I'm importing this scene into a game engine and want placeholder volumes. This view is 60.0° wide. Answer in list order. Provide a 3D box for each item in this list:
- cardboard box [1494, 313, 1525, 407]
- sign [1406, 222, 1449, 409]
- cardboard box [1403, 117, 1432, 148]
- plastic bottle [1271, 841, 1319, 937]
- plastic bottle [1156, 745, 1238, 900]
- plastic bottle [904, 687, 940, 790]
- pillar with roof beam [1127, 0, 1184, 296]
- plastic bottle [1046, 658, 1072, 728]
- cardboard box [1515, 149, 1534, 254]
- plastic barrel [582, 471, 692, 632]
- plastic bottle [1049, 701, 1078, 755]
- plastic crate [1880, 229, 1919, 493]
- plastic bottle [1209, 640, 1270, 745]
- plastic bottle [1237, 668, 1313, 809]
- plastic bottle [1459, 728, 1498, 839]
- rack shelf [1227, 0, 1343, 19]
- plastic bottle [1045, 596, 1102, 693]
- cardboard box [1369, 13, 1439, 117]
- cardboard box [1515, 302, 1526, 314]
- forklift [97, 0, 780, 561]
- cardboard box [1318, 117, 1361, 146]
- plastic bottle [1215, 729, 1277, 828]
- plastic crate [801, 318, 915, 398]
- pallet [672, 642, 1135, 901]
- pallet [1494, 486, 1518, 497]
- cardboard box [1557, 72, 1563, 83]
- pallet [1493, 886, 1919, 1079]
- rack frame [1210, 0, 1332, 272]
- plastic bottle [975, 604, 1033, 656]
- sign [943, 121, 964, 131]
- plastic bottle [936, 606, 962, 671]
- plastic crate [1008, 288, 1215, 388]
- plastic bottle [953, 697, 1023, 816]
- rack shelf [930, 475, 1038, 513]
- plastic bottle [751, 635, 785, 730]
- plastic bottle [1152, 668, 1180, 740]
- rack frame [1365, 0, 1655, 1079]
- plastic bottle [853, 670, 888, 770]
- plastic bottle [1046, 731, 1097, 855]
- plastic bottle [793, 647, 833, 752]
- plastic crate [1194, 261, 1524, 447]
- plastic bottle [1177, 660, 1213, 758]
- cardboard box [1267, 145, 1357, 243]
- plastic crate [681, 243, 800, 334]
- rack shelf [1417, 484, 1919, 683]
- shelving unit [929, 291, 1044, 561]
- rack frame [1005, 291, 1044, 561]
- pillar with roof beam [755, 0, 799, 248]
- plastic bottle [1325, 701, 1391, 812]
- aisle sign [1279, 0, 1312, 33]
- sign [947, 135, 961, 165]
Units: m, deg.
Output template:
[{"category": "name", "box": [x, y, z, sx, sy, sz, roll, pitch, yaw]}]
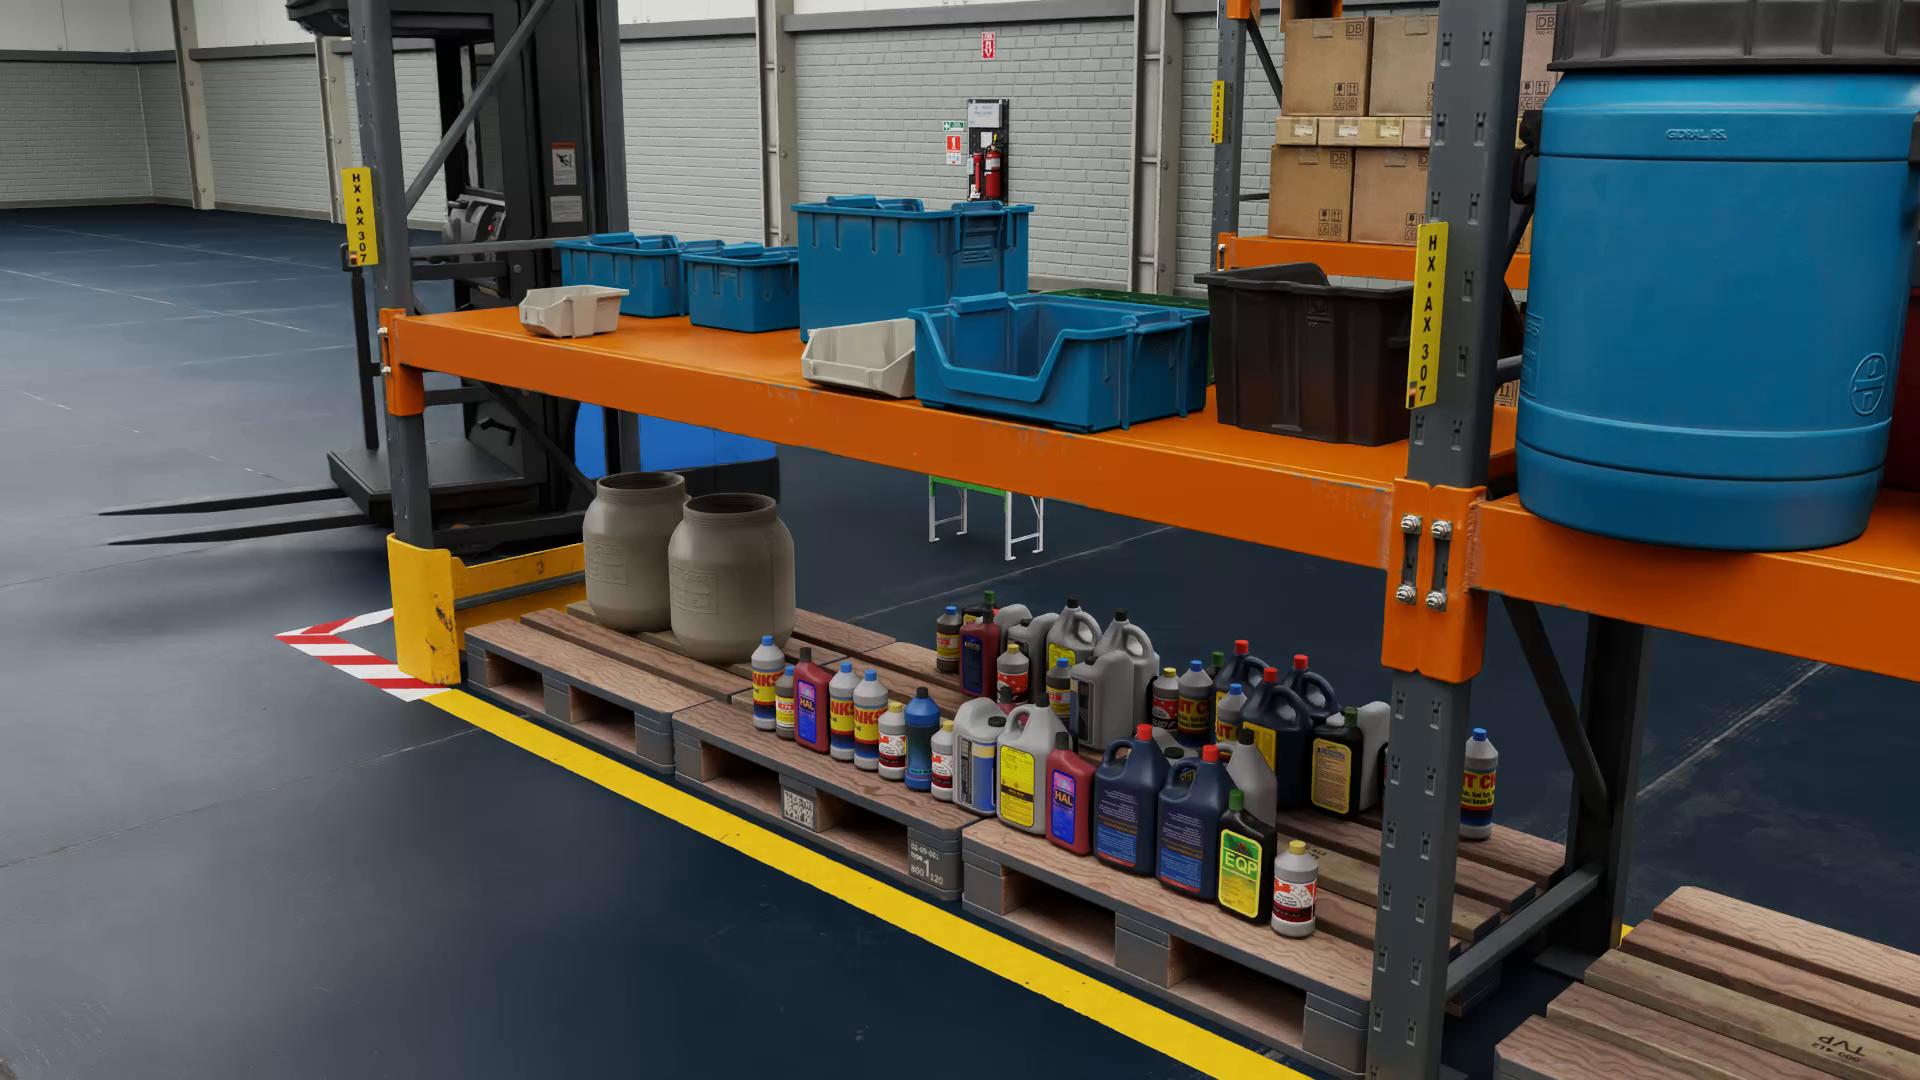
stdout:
[{"category": "cardboard box", "box": [2.748, -0.892, 8.540, 0.500, 0.500, 0.500, 14, 20, 42]}, {"category": "sign", "box": [0.835, -0.401, 2.971, 0.005, 0.325, 0.100, 14, 20, 42]}, {"category": "cardboard box", "box": [2.470, -2.083, 8.494, 0.250, 0.149, 0.380, 13, 20, 41]}, {"category": "plastic bottle", "box": [0.747, 0.770, 3.706, 0.097, 0.201, 0.097, 0, 15, 0]}, {"category": "plastic bottle", "box": [0.561, 0.644, 3.892, 0.185, 0.351, 0.144, 13, 19, 41]}, {"category": "plastic bottle", "box": [-0.101, 0.530, 4.489, 0.097, 0.271, 0.097, 0, 15, 0]}, {"category": "pillar with roof beam", "box": [-0.981, -6.069, 13.377, 0.400, 9.000, 9.100, 14, 20, 42]}, {"category": "plastic bottle", "box": [0.303, 0.450, 4.934, 0.097, 0.201, 0.097, 0, 15, 0]}, {"category": "cardboard box", "box": [2.848, -1.748, 8.495, 0.500, 0.500, 0.700, 14, 20, 43]}, {"category": "plastic barrel", "box": [-1.128, 0.037, 5.941, 0.421, 0.512, 0.421, 0, 15, 0]}, {"category": "plastic bottle", "box": [0.243, 0.563, 4.335, 0.133, 0.283, 0.061, 14, 20, 42]}, {"category": "plastic crate", "box": [1.786, -0.366, 3.262, 0.583, 0.464, 0.402, 14, 20, 42]}, {"category": "plastic bottle", "box": [0.796, 0.455, 4.619, 0.185, 0.351, 0.144, 13, 19, 40]}, {"category": "plastic bottle", "box": [0.832, 0.514, 4.391, 0.185, 0.351, 0.144, 14, 20, 42]}, {"category": "plastic bottle", "box": [1.299, 0.607, 4.190, 0.097, 0.271, 0.097, 0, 15, 0]}, {"category": "rack shelf", "box": [3.226, -2.716, 7.886, 4.000, 0.370, 1.077, 14, 20, 42]}, {"category": "plastic bottle", "box": [0.356, 0.348, 5.029, 0.144, 0.351, 0.185, -14, 20, -42]}, {"category": "cardboard box", "box": [2.534, -2.455, 8.633, 0.500, 0.500, 0.700, 13, 19, 41]}, {"category": "cardboard box", "box": [3.109, -0.986, 8.902, 0.500, 0.500, 0.500, 14, 20, 42]}, {"category": "forklift", "box": [-2.439, -1.451, 7.688, 3.031, 2.935, 1.130, -8, 17, -29]}, {"category": "cardboard box", "box": [2.111, -2.172, 8.834, 0.250, 0.149, 0.380, 13, 19, 41]}, {"category": "plastic bottle", "box": [0.661, 0.618, 3.993, 0.185, 0.351, 0.144, 14, 20, 42]}, {"category": "plastic crate", "box": [-0.120, -0.475, 4.330, 0.437, 0.136, 0.530, 14, 20, 42]}, {"category": "pallet", "box": [-0.112, 0.646, 5.033, 1.213, 0.211, 1.003, 14, 20, 42]}, {"category": "pallet", "box": [3.240, -0.274, 8.565, 1.213, 0.211, 1.003, 14, 20, 42]}, {"category": "cardboard box", "box": [3.258, -2.279, 7.959, 0.500, 0.500, 0.700, 14, 20, 42]}, {"category": "pallet", "box": [1.817, 1.115, 3.233, 1.213, 0.211, 1.003, 14, 20, 42]}, {"category": "rack frame", "box": [1.786, -1.963, 9.517, 0.127, 3.000, 1.000, 14, 20, 42]}, {"category": "plastic bottle", "box": [0.134, 0.331, 5.240, 0.135, 0.276, 0.152, 14, 20, 43]}, {"category": "sign", "box": [-0.075, -4.774, 19.182, 0.331, 0.109, 0.001, 14, 20, 42]}, {"category": "plastic bottle", "box": [-0.029, 0.318, 5.438, 0.097, 0.201, 0.097, 0, 15, 0]}, {"category": "plastic crate", "box": [0.443, -0.551, 4.517, 0.662, 0.188, 0.450, 14, 20, 42]}, {"category": "plastic bottle", "box": [0.076, 0.561, 4.360, 0.152, 0.276, 0.135, -14, 20, -43]}, {"category": "rack shelf", "box": [0.119, -0.258, 7.746, 0.480, 0.148, 0.258, 14, 20, 42]}, {"category": "plastic bottle", "box": [-0.566, 0.417, 4.923, 0.097, 0.271, 0.097, 0, 15, 0]}, {"category": "plastic bottle", "box": [0.608, 0.473, 4.844, 0.097, 0.201, 0.097, 0, 15, 0]}, {"category": "rack frame", "box": [1.225, -0.365, 3.382, 0.127, 3.000, 1.000, 14, 20, 42]}, {"category": "plastic bottle", "box": [-0.247, 0.494, 4.625, 0.097, 0.271, 0.097, 0, 15, 0]}, {"category": "plastic bottle", "box": [0.277, 0.622, 4.110, 0.061, 0.283, 0.133, -13, 19, -41]}, {"category": "plastic bottle", "box": [-0.416, 0.454, 4.756, 0.133, 0.283, 0.061, 14, 20, 43]}, {"category": "plastic crate", "box": [0.936, -0.449, 3.830, 0.504, 0.338, 0.767, 14, 20, 42]}, {"category": "plastic bottle", "box": [0.664, 0.474, 4.701, 0.097, 0.271, 0.097, 0, 15, 0]}, {"category": "cardboard box", "box": [2.113, -1.927, 9.182, 0.500, 0.500, 0.700, 14, 20, 42]}, {"category": "plastic crate", "box": [-0.623, -0.845, 5.520, 0.408, 0.251, 0.499, 14, 20, 42]}, {"category": "rack shelf", "box": [2.664, 0.334, 2.130, 4.000, 0.370, 1.077, 14, 20, 42]}, {"category": "shelving unit", "box": [0.119, -0.552, 7.670, 0.503, 1.200, 0.258, 14, 20, 42]}, {"category": "rack frame", "box": [0.295, -0.509, 7.506, 0.015, 1.200, 0.240, 14, 20, 42]}, {"category": "pillar with roof beam", "box": [-5.301, -7.119, 17.407, 0.400, 9.000, 9.100, 14, 20, 42]}, {"category": "plastic bottle", "box": [1.048, 0.554, 4.388, 0.152, 0.276, 0.135, -14, 20, -42]}, {"category": "aisle sign", "box": [1.943, -3.286, 9.438, 0.004, 0.787, 0.394, 14, 20, 42]}, {"category": "sign", "box": [-0.072, -4.520, 19.258, 0.234, 0.329, 0.001, 14, 20, 42]}]
